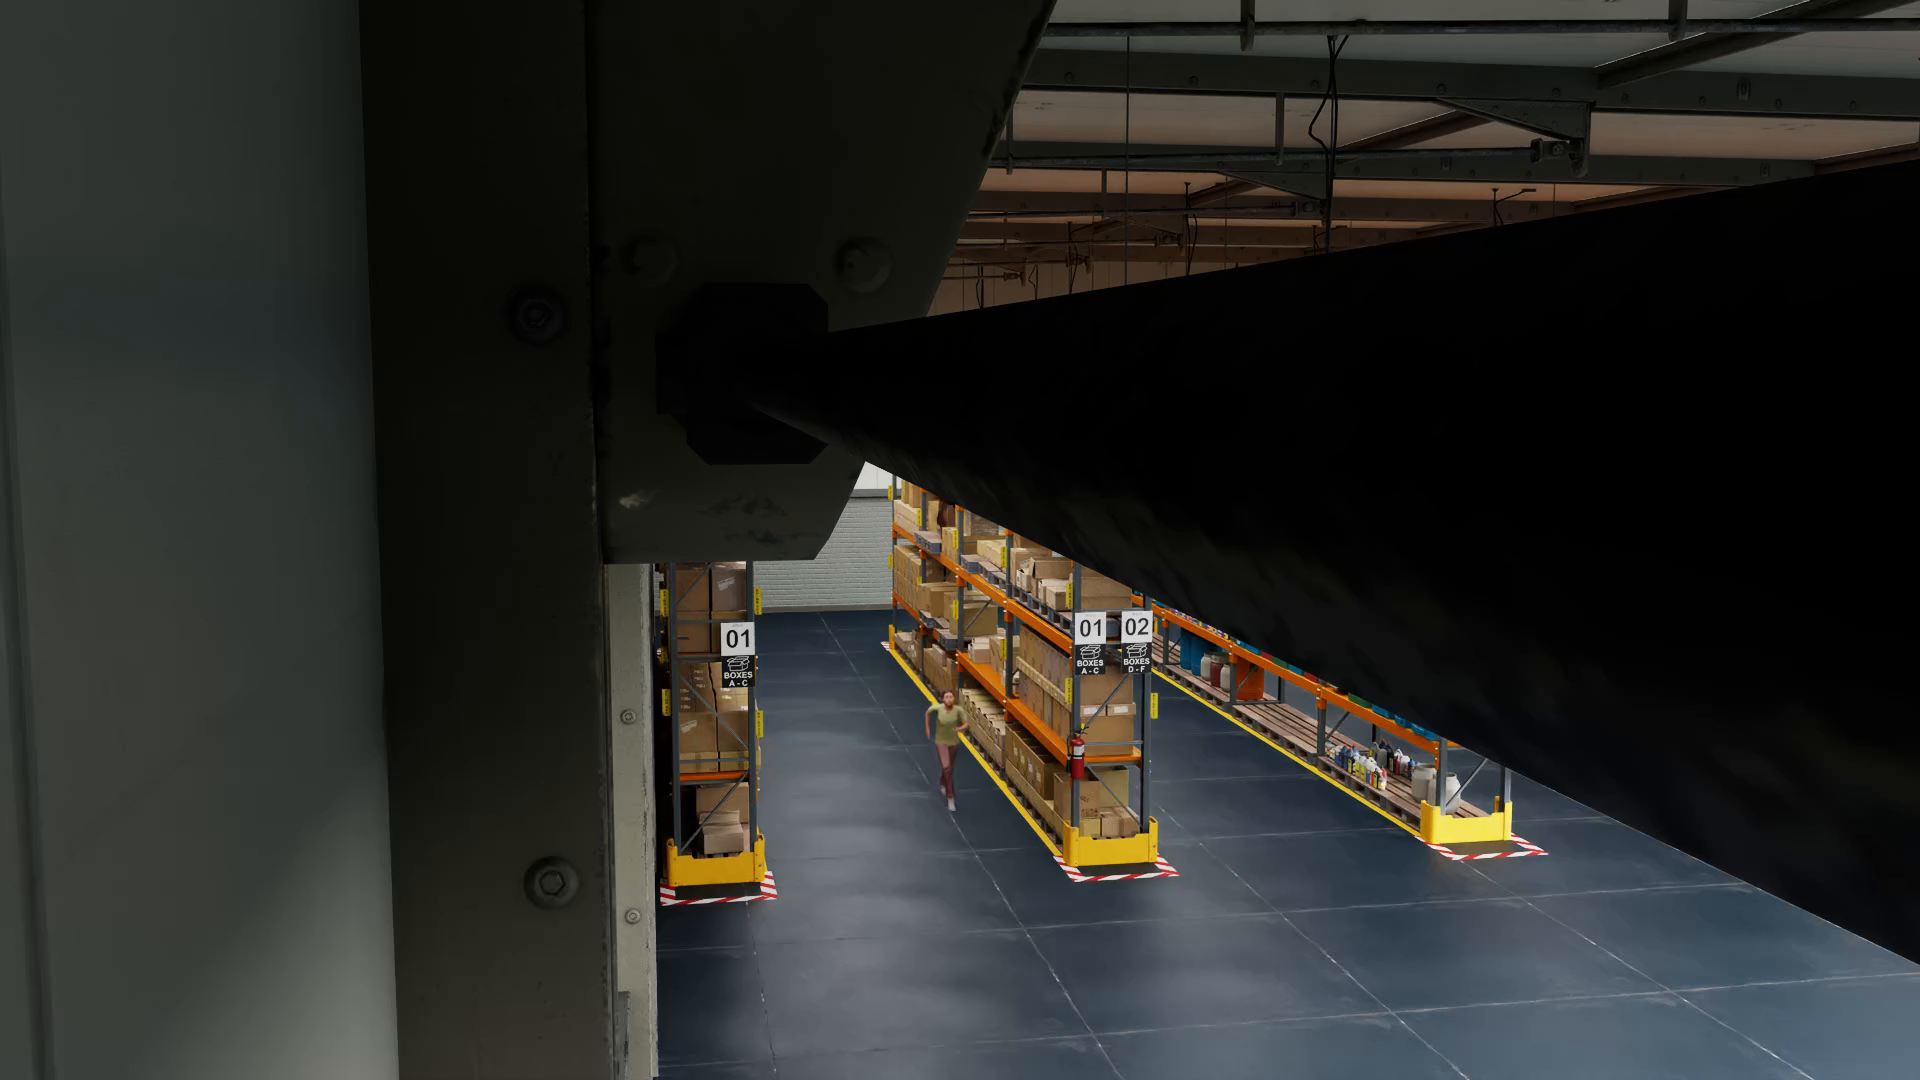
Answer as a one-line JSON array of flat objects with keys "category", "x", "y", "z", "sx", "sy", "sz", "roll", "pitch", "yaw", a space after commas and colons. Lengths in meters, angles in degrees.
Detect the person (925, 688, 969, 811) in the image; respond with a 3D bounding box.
[{"category": "person", "x": -0.181, "y": 2.942, "z": 23.779, "sx": 0.599, "sy": 1.692, "sz": 0.945, "roll": -1, "pitch": 6, "yaw": -9}]
